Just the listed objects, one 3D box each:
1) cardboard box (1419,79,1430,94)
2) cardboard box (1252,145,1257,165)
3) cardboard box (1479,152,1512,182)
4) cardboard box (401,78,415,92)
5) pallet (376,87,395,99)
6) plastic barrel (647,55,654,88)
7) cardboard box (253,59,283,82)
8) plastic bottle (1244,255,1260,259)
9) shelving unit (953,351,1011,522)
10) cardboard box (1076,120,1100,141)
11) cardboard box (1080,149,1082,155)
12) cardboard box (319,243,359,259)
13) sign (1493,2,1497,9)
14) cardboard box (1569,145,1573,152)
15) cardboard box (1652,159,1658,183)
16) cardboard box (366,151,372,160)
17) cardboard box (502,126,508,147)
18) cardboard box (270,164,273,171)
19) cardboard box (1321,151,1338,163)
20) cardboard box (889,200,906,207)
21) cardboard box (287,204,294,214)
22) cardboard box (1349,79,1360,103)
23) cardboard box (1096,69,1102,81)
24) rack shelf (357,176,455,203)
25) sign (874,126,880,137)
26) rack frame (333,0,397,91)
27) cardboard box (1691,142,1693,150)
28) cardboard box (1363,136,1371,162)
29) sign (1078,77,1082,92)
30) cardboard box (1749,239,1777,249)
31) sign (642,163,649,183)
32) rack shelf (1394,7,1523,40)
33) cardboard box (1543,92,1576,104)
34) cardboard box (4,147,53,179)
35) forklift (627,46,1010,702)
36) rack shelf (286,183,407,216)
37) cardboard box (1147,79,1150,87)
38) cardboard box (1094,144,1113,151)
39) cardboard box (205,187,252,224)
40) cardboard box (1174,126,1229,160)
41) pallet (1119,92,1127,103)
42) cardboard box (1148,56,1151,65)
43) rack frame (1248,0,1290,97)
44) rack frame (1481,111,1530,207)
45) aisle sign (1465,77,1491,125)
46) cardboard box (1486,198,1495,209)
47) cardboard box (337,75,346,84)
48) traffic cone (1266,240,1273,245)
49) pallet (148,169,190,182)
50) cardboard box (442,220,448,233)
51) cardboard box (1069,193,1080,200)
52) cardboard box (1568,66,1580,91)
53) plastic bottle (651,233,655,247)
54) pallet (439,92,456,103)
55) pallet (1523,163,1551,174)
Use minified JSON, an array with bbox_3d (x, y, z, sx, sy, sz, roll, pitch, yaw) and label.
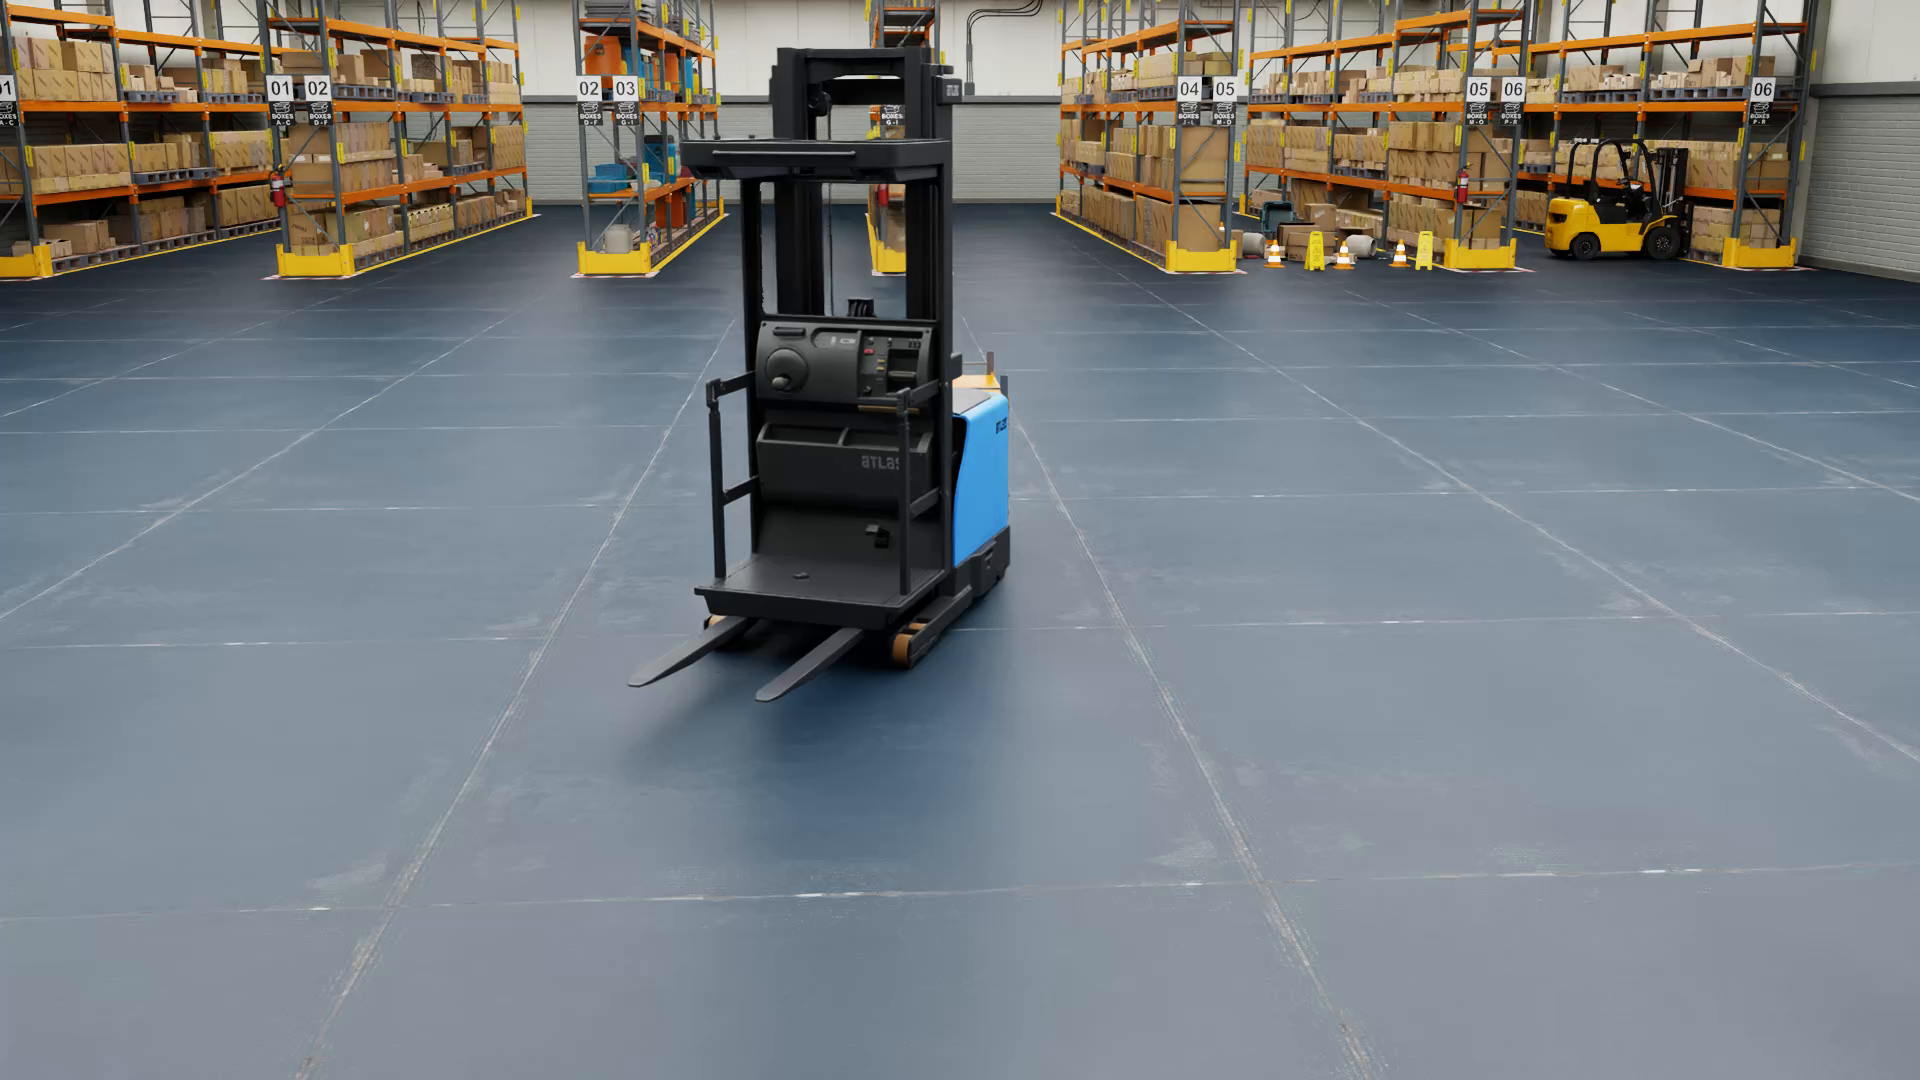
[{"bbox_3d":[8.656,-8.217,30.126,0.500,0.250,0.500,-1,14,-3],"label":"cardboard box"},{"bbox_3d":[7.868,-9.968,43.049,0.500,0.500,0.500,-1,14,-4],"label":"cardboard box"},{"bbox_3d":[9.305,-6.504,28.989,0.500,0.500,0.500,-1,14,-4],"label":"cardboard box"},{"bbox_3d":[-11.026,-8.940,32.690,0.500,0.250,0.500,-2,15,-8],"label":"cardboard box"},{"bbox_3d":[-10.890,-8.078,30.060,1.003,0.211,1.213,-1,14,-3],"label":"pallet"},{"bbox_3d":[-6.354,-9.099,32.846,0.600,0.901,0.708,-1,14,-3],"label":"plastic barrel"},{"bbox_3d":[-16.173,-10.969,38.870,0.500,0.500,0.500,-1,14,-4],"label":"cardboard box"},{"bbox_3d":[5.407,-5.234,30.747,0.283,0.061,0.133,-6,16,-23],"label":"plastic bottle"},{"bbox_3d":[0.000,-0.546,10.393,0.538,1.125,1.048,-1,14,-3],"label":"shelving unit"},{"bbox_3d":[3.080,-9.862,40.033,0.500,0.500,0.500,-1,14,-5],"label":"cardboard box"},{"bbox_3d":[2.996,-9.000,38.551,0.380,0.149,0.250,-2,15,-6],"label":"cardboard box"},{"bbox_3d":[-10.533,-4.893,28.201,0.500,0.250,0.500,-1,14,-3],"label":"cardboard box"},{"bbox_3d":[12.725,-12.644,39.576,0.100,0.325,0.005,-1,14,-3],"label":"sign"},{"bbox_3d":[13.301,-8.406,35.675,0.380,0.149,0.250,0,14,-2],"label":"cardboard box"},{"bbox_3d":[13.579,-7.067,31.773,0.500,0.500,0.500,-1,14,-2],"label":"cardboard box"},{"bbox_3d":[-10.642,-6.796,29.418,0.380,0.149,0.250,0,14,-2],"label":"cardboard box"},{"bbox_3d":[-11.277,-9.780,40.309,0.500,0.500,0.500,-1,14,-5],"label":"cardboard box"},{"bbox_3d":[-16.105,-8.600,38.396,0.380,0.149,0.250,-1,14,-3],"label":"cardboard box"},{"bbox_3d":[8.278,-8.466,36.706,0.500,0.250,0.500,-1,14,-4],"label":"cardboard box"},{"bbox_3d":[-1.215,-7.094,34.708,0.500,0.250,0.500,1,14,3],"label":"cardboard box"},{"bbox_3d":[-16.353,-7.972,39.665,0.700,0.500,0.500,-1,14,-3],"label":"cardboard box"},{"bbox_3d":[8.610,-9.445,34.994,0.700,0.500,0.500,-1,14,-3],"label":"cardboard box"},{"bbox_3d":[3.243,-10.366,37.038,0.396,0.266,0.258,-1,14,-3],"label":"cardboard box"},{"bbox_3d":[-11.093,-7.029,33.268,1.077,0.370,4.000,-1,14,-3],"label":"rack shelf"},{"bbox_3d":[-1.389,-6.747,27.772,0.100,0.325,0.005,-1,14,-3],"label":"sign"},{"bbox_3d":[-10.969,-9.785,30.498,1.000,3.000,0.127,-1,14,-3],"label":"rack frame"},{"bbox_3d":[13.678,-7.241,30.551,0.380,0.149,0.250,-1,14,-3],"label":"cardboard box"},{"bbox_3d":[8.494,-7.944,33.740,0.500,0.500,0.500,0,14,-2],"label":"cardboard box"},{"bbox_3d":[2.838,-10.766,39.291,0.100,0.325,0.005,-1,14,-3],"label":"sign"},{"bbox_3d":[14.176,-5.264,29.643,0.500,0.250,0.500,-1,14,-3],"label":"cardboard box"},{"bbox_3d":[-5.228,-6.102,27.667,0.100,0.325,0.005,-1,14,-3],"label":"sign"},{"bbox_3d":[8.933,-9.243,29.840,1.077,0.370,4.000,-1,14,-3],"label":"rack shelf"},{"bbox_3d":[13.241,-9.761,36.725,0.500,0.250,0.500,-1,14,-5],"label":"cardboard box"},{"bbox_3d":[-15.395,-6.231,27.480,0.500,0.500,0.500,-1,14,-3],"label":"cardboard box"},{"bbox_3d":[-0.653,-0.910,8.180,1.130,2.935,3.031,5,15,18],"label":"forklift"},{"bbox_3d":[-10.845,-6.034,29.402,1.077,0.370,4.000,-1,14,-3],"label":"rack shelf"},{"bbox_3d":[3.623,-8.317,30.273,0.380,0.149,0.250,-1,14,-4],"label":"cardboard box"},{"bbox_3d":[3.139,-8.563,36.254,0.380,0.149,0.250,-1,15,-6],"label":"cardboard box"},{"bbox_3d":[-16.123,-7.362,36.592,0.750,0.750,0.750,-1,14,-4],"label":"cardboard box"},{"bbox_3d":[4.139,-6.777,28.377,0.875,0.550,0.550,-1,14,-3],"label":"cardboard box"},{"bbox_3d":[3.792,-9.002,33.852,1.003,0.211,1.213,0,14,-1],"label":"pallet"},{"bbox_3d":[3.623,-8.703,30.172,0.380,0.149,0.250,-1,14,-3],"label":"cardboard box"},{"bbox_3d":[8.066,-13.075,43.282,1.000,3.000,0.127,-1,14,-3],"label":"rack frame"},{"bbox_3d":[13.268,-9.252,40.465,1.000,3.000,0.127,-1,14,-3],"label":"rack frame"},{"bbox_3d":[8.772,-7.429,28.163,0.394,0.787,0.004,-1,14,-3],"label":"aisle sign"},{"bbox_3d":[13.073,-8.121,40.243,0.500,0.500,0.500,0,14,-1],"label":"cardboard box"},{"bbox_3d":[-10.618,-7.782,28.115,0.380,0.149,0.250,-1,14,-3],"label":"cardboard box"},{"bbox_3d":[6.319,-6.300,34.082,0.336,0.463,0.334,-1,14,-3],"label":"traffic cone"},{"bbox_3d":[-15.997,-7.213,32.924,1.003,0.211,1.213,-1,14,-3],"label":"pallet"},{"bbox_3d":[-10.905,-6.491,34.410,0.500,0.250,0.500,-1,14,-4],"label":"cardboard box"},{"bbox_3d":[2.943,-8.591,41.582,0.380,0.149,0.250,-1,14,-5],"label":"cardboard box"},{"bbox_3d":[13.317,-9.826,35.433,0.500,0.500,0.500,-1,14,-3],"label":"cardboard box"},{"bbox_3d":[-5.619,-5.468,30.353,0.097,0.271,0.097,0,14,0],"label":"plastic bottle"},{"bbox_3d":[-11.086,-9.068,34.111,1.213,0.211,1.003,0,14,-1],"label":"pallet"},{"bbox_3d":[13.403,-8.332,37.273,1.213,0.211,1.003,-1,14,-3],"label":"pallet"}]
